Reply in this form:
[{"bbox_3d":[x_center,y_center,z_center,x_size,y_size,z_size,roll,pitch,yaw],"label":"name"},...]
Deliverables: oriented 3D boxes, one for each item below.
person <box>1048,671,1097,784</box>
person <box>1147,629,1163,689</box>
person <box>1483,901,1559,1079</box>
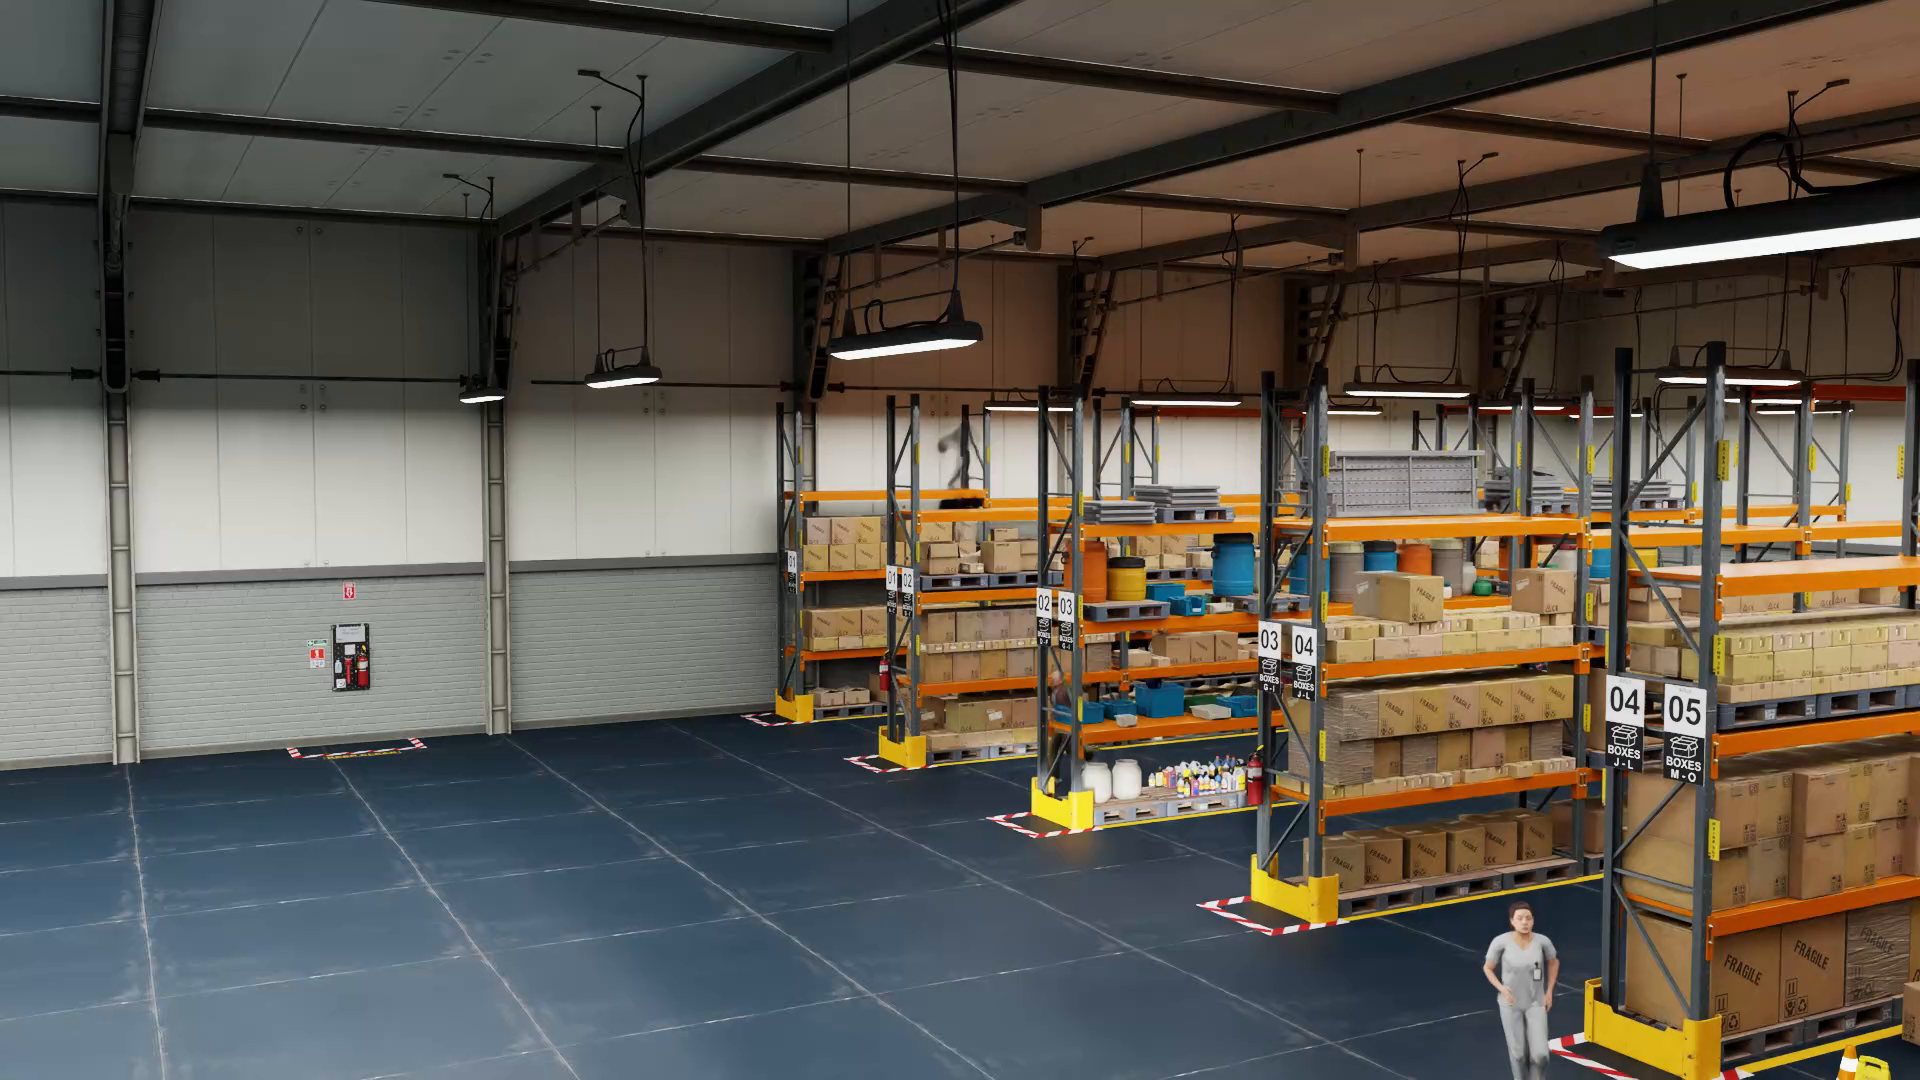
[{"bbox_3d":[1.642,2.875,25.406,1.086,1.778,0.711,-3,4,-38],"label":"person"},{"bbox_3d":[3.834,2.520,32.636,0.530,1.608,0.600,-2,4,-34],"label":"person"},{"bbox_3d":[4.346,3.613,12.863,0.575,1.631,0.531,1,3,14],"label":"person"}]
